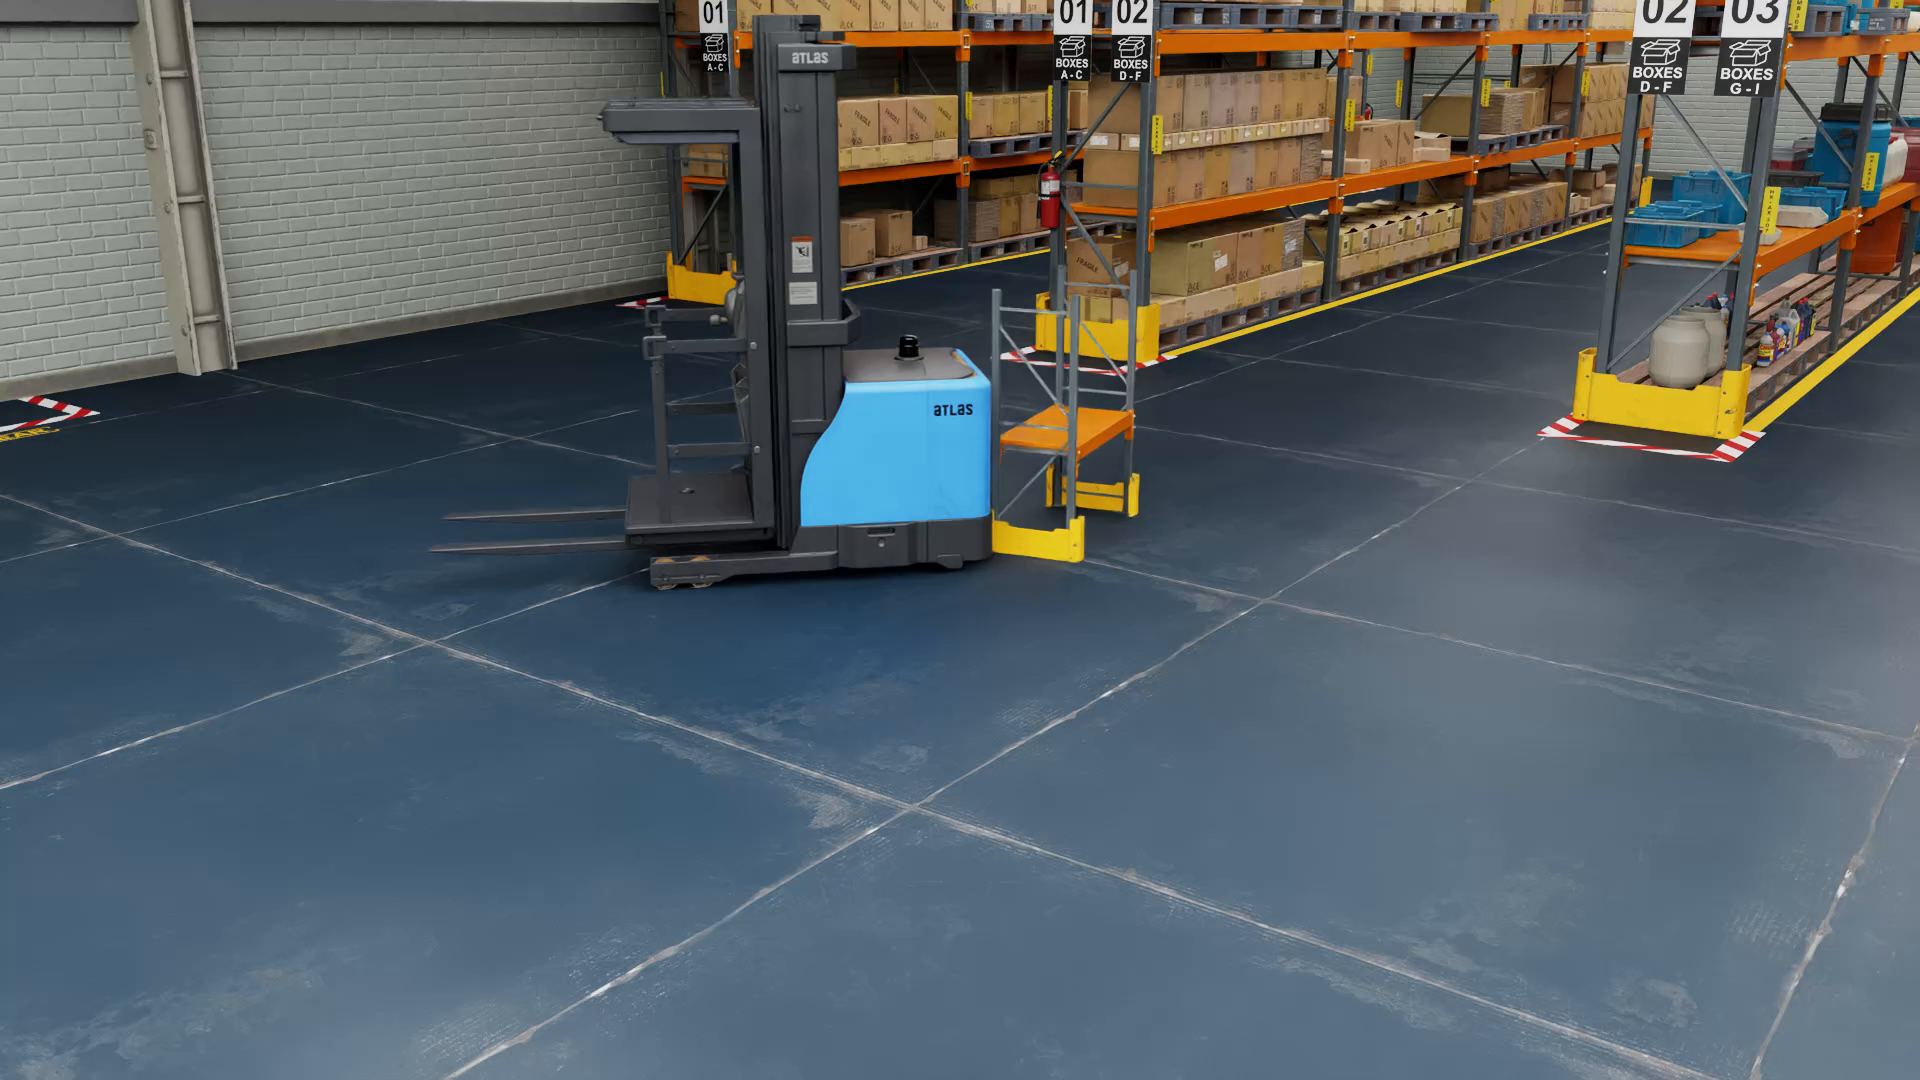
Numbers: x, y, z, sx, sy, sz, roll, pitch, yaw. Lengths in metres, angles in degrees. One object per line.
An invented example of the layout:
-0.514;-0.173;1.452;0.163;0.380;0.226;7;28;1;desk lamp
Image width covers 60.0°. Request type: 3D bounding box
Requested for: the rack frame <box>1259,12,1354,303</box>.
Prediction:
3.645;-4.104;17.902;1.000;3.000;0.127;12;21;35;rack frame

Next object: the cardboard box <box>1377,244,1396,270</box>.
4.696;-3.289;19.206;0.500;0.250;0.500;12;21;33;cardboard box

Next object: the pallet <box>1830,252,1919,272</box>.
11.168;-3.334;20.122;1.003;0.211;1.213;12;21;35;pallet

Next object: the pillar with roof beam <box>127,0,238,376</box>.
-3.114;-5.021;10.738;9.100;9.000;0.400;12;21;35;pillar with roof beam

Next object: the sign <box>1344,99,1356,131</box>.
4.092;-4.458;17.448;0.100;0.325;0.005;12;21;35;sign

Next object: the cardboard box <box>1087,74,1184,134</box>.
1.582;-3.940;15.019;0.700;0.500;0.500;13;21;35;cardboard box

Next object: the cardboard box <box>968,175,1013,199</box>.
0.349;-4.637;21.826;0.500;0.250;0.500;12;21;34;cardboard box

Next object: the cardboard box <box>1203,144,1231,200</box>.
2.160;-3.551;15.953;0.700;0.500;0.500;13;21;35;cardboard box

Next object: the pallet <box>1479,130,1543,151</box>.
7.183;-5.429;22.493;1.003;0.211;1.213;12;21;35;pallet

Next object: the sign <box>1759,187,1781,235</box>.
5.677;-2.309;11.656;0.100;0.325;0.005;12;21;35;sign

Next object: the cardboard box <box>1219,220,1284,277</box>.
2.942;-2.964;16.894;0.500;0.500;0.500;12;21;35;cardboard box

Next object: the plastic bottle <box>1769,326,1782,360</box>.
6.772;-1.641;13.828;0.097;0.271;0.097;0;17;0;plastic bottle

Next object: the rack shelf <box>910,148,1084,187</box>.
0.856;-5.111;22.359;1.077;0.370;4.000;12;21;35;rack shelf

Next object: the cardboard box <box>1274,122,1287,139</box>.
3.047;-4.117;16.681;0.380;0.149;0.250;12;21;34;cardboard box

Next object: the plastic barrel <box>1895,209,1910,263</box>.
10.955;-3.618;19.695;0.600;0.588;0.708;12;21;35;plastic barrel

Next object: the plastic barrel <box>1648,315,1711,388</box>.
5.568;-1.458;12.868;0.421;0.512;0.421;0;17;0;plastic barrel

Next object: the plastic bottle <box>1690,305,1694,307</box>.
6.330;-1.864;14.412;0.144;0.351;0.185;13;22;37;plastic bottle

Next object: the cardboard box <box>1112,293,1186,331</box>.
1.760;-2.127;15.465;0.500;0.250;0.500;12;21;35;cardboard box

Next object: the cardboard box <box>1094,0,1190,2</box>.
1.607;-5.037;14.730;0.797;0.503;0.637;14;22;38;cardboard box

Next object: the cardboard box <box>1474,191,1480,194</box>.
6.706;-4.461;22.523;0.500;0.500;0.500;12;21;33;cardboard box

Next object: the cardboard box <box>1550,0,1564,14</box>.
8.052;-7.631;23.157;0.600;0.600;0.600;10;20;30;cardboard box

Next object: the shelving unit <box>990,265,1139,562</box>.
0.619;-0.770;9.693;0.587;1.500;1.083;7;19;23;shelving unit

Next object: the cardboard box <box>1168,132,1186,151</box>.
1.823;-3.628;15.106;0.380;0.149;0.250;12;21;33;cardboard box

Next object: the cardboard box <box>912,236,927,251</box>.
-0.630;-3.703;20.646;0.380;0.166;0.250;9;20;28;cardboard box

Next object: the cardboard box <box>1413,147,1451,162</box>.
5.714;-4.674;20.160;0.380;0.149;0.250;12;21;35;cardboard box

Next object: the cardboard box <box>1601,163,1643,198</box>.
10.669;-5.806;26.854;0.500;0.500;0.500;12;21;35;cardboard box

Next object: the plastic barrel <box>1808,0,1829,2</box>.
6.942;-4.882;13.797;0.600;0.901;0.708;12;21;35;plastic barrel

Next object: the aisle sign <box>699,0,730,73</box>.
-2.521;-5.197;17.039;0.394;0.787;0.004;12;21;35;aisle sign

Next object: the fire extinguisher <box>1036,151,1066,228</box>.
0.818;-3.169;15.020;0.296;0.674;0.183;12;21;35;fire extinguisher

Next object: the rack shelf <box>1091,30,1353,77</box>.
2.453;-4.717;16.030;1.077;0.370;4.000;12;21;35;rack shelf

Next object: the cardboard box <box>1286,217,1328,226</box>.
3.961;-3.532;19.041;0.500;0.311;0.500;13;22;36;cardboard box

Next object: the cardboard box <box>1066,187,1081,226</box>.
1.260;-4.665;23.181;0.700;0.500;0.500;12;21;35;cardboard box

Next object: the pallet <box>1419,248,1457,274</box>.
5.506;-3.536;20.775;1.003;0.211;1.213;12;21;35;pallet

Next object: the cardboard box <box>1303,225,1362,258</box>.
4.091;-3.314;18.340;0.500;0.311;0.500;13;21;35;cardboard box

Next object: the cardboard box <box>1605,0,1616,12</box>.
9.197;-7.801;24.157;0.500;0.250;0.500;12;21;35;cardboard box

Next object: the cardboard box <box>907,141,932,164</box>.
-0.678;-4.633;19.824;0.500;0.250;0.500;13;21;35;cardboard box

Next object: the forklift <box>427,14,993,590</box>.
-1.385;-1.303;8.996;3.031;2.935;1.130;-3;17;-9;forklift

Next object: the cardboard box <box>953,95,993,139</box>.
-0.005;-5.352;21.009;0.700;0.500;0.500;12;21;35;cardboard box

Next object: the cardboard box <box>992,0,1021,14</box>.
0.421;-6.832;21.070;0.500;0.311;0.500;13;22;36;cardboard box

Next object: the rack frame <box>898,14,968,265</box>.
-0.336;-4.979;20.718;1.000;3.000;0.127;12;21;35;rack frame

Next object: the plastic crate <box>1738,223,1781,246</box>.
6.029;-2.306;12.555;0.298;0.136;0.250;12;21;35;plastic crate

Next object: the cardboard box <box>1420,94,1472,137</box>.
6.313;-5.475;21.440;0.700;0.500;0.500;5;18;16;cardboard box

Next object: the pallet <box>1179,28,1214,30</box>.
3.053;-7.703;24.753;1.003;0.211;1.213;14;22;37;pallet

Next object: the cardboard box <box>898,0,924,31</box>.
-0.750;-6.186;19.347;0.500;0.500;0.500;10;20;30;cardboard box

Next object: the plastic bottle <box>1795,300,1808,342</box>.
7.354;-1.923;14.603;0.144;0.351;0.185;11;20;32;plastic bottle

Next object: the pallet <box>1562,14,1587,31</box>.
7.967;-7.209;23.161;1.213;0.211;1.003;12;21;35;pallet

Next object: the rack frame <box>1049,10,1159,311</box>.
1.262;-3.152;14.834;1.000;3.000;0.127;12;21;35;rack frame

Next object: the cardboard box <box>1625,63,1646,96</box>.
10.450;-7.213;26.057;0.500;0.500;0.500;13;22;36;cardboard box

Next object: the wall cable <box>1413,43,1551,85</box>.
10.471;-10.503;33.627;3.097;2.526;0.112;12;21;35;wall cable

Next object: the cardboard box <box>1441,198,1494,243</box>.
6.529;-4.131;21.462;0.500;0.500;0.500;14;22;37;cardboard box

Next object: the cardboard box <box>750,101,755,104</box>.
-2.301;-4.590;18.421;0.500;0.500;0.500;13;21;35;cardboard box

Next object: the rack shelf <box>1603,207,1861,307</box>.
6.429;-2.408;13.654;1.077;0.370;4.000;12;21;35;rack shelf

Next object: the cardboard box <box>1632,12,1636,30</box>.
10.106;-7.916;25.371;0.500;0.250;0.500;12;21;35;cardboard box

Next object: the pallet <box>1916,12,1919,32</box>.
10.538;-5.688;18.263;1.003;0.211;1.213;12;21;35;pallet
